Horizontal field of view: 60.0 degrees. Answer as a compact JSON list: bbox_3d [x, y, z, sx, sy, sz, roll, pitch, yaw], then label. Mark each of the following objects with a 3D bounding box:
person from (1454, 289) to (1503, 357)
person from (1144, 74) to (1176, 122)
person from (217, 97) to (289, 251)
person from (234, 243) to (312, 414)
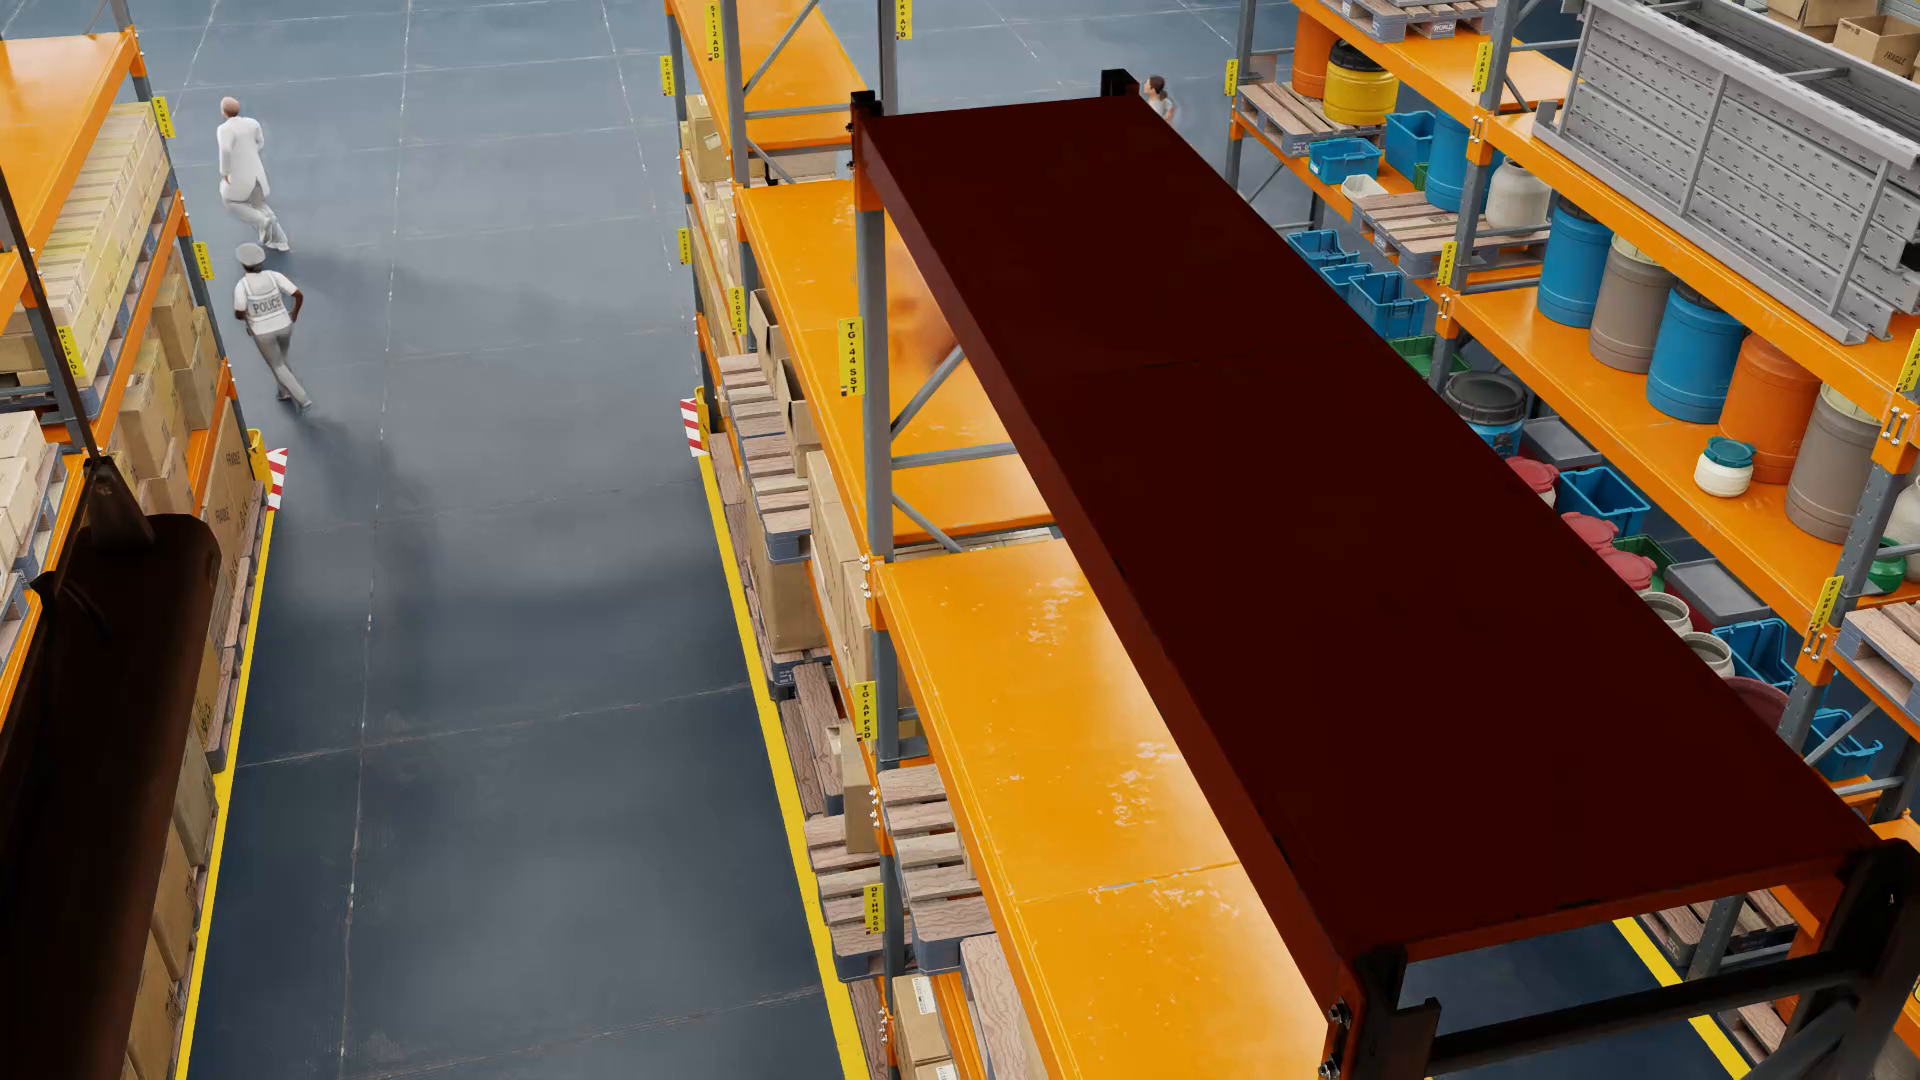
[{"bbox_3d":[4.762,-2.015,15.598,0.596,1.631,0.690,-9,35,-13],"label":"person"},{"bbox_3d":[2.217,-4.538,19.232,0.768,1.723,0.537,6,35,9],"label":"person"},{"bbox_3d":[-7.971,-4.057,18.476,0.748,1.732,0.738,17,38,23],"label":"person"},{"bbox_3d":[-6.370,-1.922,15.440,0.873,1.727,0.596,27,43,34],"label":"person"}]
